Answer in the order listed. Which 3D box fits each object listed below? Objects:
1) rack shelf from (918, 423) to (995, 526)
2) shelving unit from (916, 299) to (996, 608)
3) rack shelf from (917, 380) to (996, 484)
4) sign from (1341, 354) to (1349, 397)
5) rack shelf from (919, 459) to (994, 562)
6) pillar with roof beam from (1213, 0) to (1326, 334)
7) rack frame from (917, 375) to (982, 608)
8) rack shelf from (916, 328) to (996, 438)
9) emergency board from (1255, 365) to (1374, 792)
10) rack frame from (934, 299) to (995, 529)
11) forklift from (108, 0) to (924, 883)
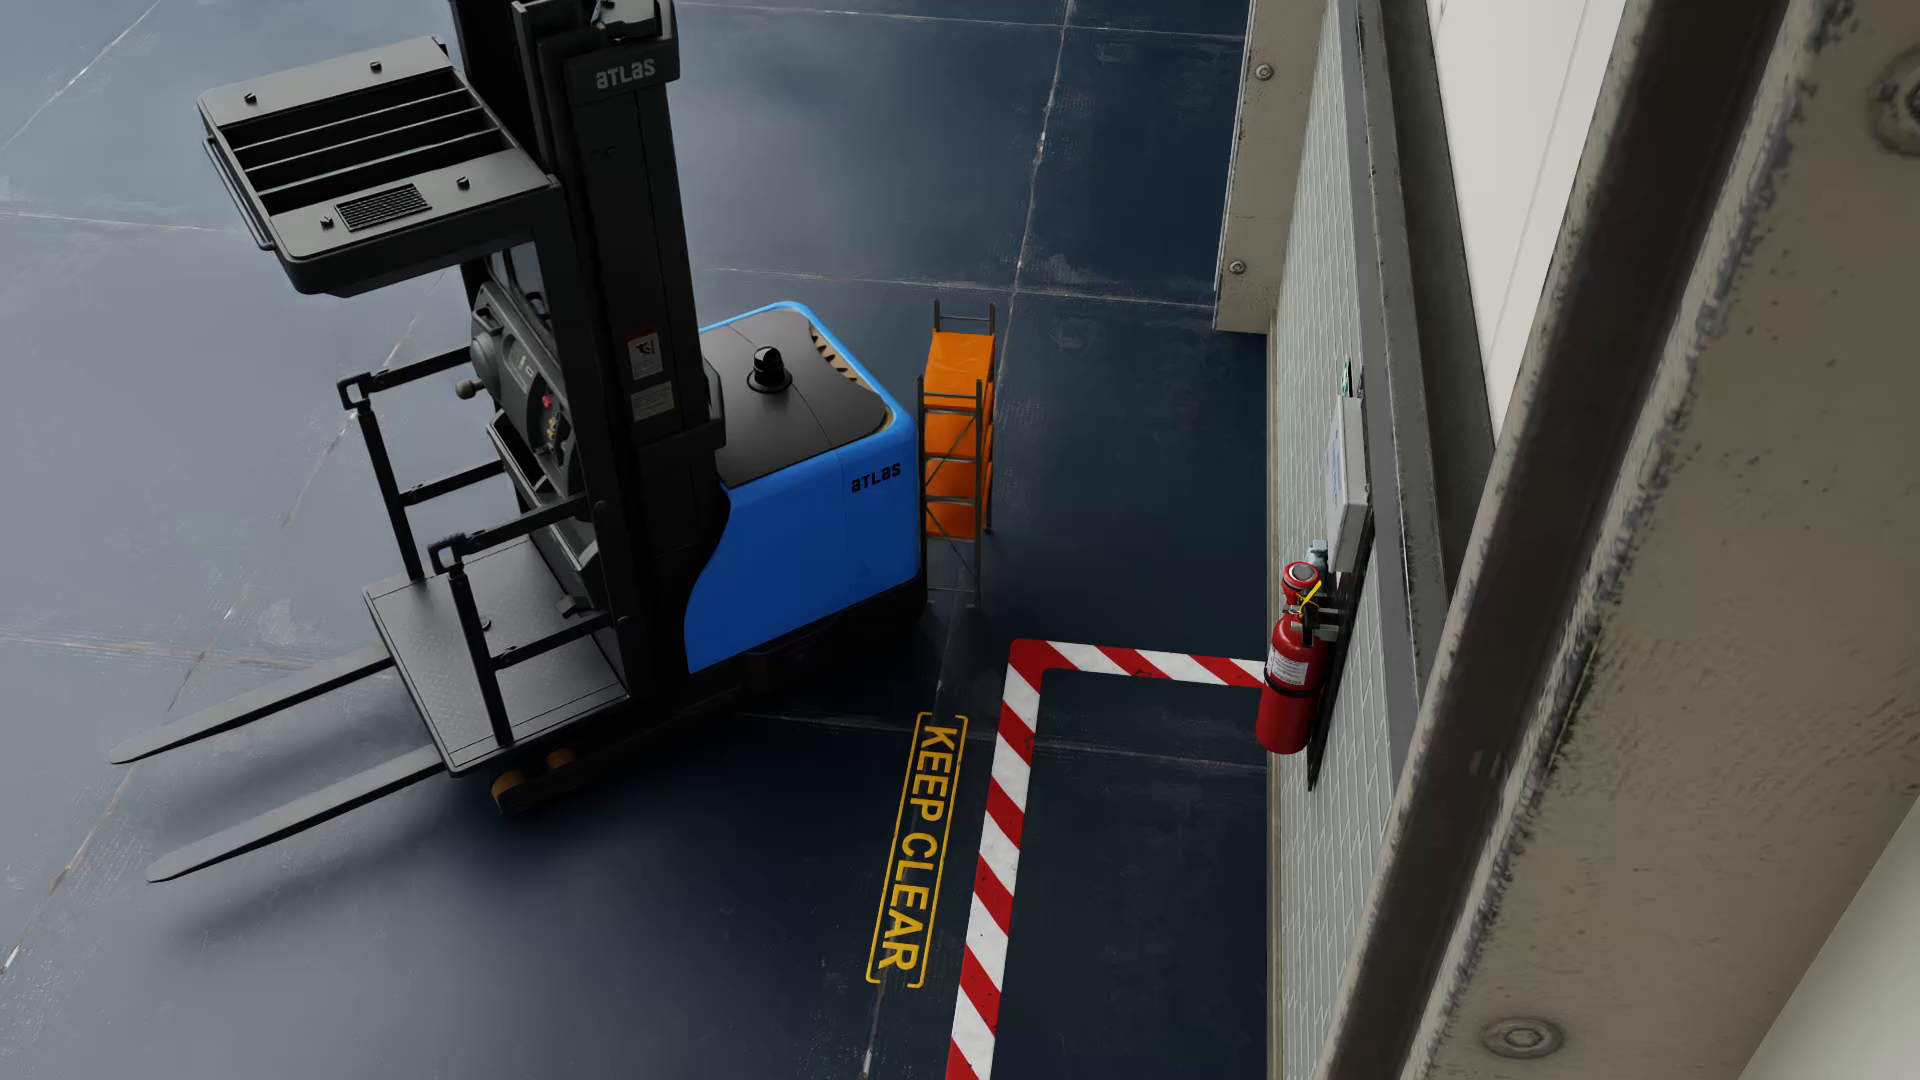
[{"bbox_3d":[-0.010,-0.282,6.795,0.258,0.148,0.480,4,44,5],"label":"rack shelf"},{"bbox_3d":[-0.010,-0.330,6.748,0.258,1.200,0.503,4,44,5],"label":"shelving unit"},{"bbox_3d":[-0.010,-0.444,6.641,0.258,0.148,0.480,4,44,5],"label":"rack shelf"},{"bbox_3d":[1.192,-0.435,5.139,0.001,0.109,0.331,5,44,6],"label":"sign"},{"bbox_3d":[-0.010,-0.137,6.931,0.258,0.148,0.480,4,44,5],"label":"rack shelf"},{"bbox_3d":[-2.812,-4.843,5.842,9.100,9.000,0.400,5,44,6],"label":"pillar with roof beam"},{"bbox_3d":[-0.038,-0.164,6.572,0.240,1.200,0.015,4,44,5],"label":"rack frame"},{"bbox_3d":[-0.010,-0.616,6.478,0.258,0.148,0.480,4,44,5],"label":"rack shelf"},{"bbox_3d":[1.026,0.135,4.948,0.194,1.169,0.643,5,44,6],"label":"emergency board"},{"bbox_3d":[0.017,-0.497,6.924,0.240,1.200,0.015,4,44,5],"label":"rack frame"},{"bbox_3d":[-1.672,-0.466,5.633,3.031,2.935,1.130,-23,48,-22],"label":"forklift"}]
